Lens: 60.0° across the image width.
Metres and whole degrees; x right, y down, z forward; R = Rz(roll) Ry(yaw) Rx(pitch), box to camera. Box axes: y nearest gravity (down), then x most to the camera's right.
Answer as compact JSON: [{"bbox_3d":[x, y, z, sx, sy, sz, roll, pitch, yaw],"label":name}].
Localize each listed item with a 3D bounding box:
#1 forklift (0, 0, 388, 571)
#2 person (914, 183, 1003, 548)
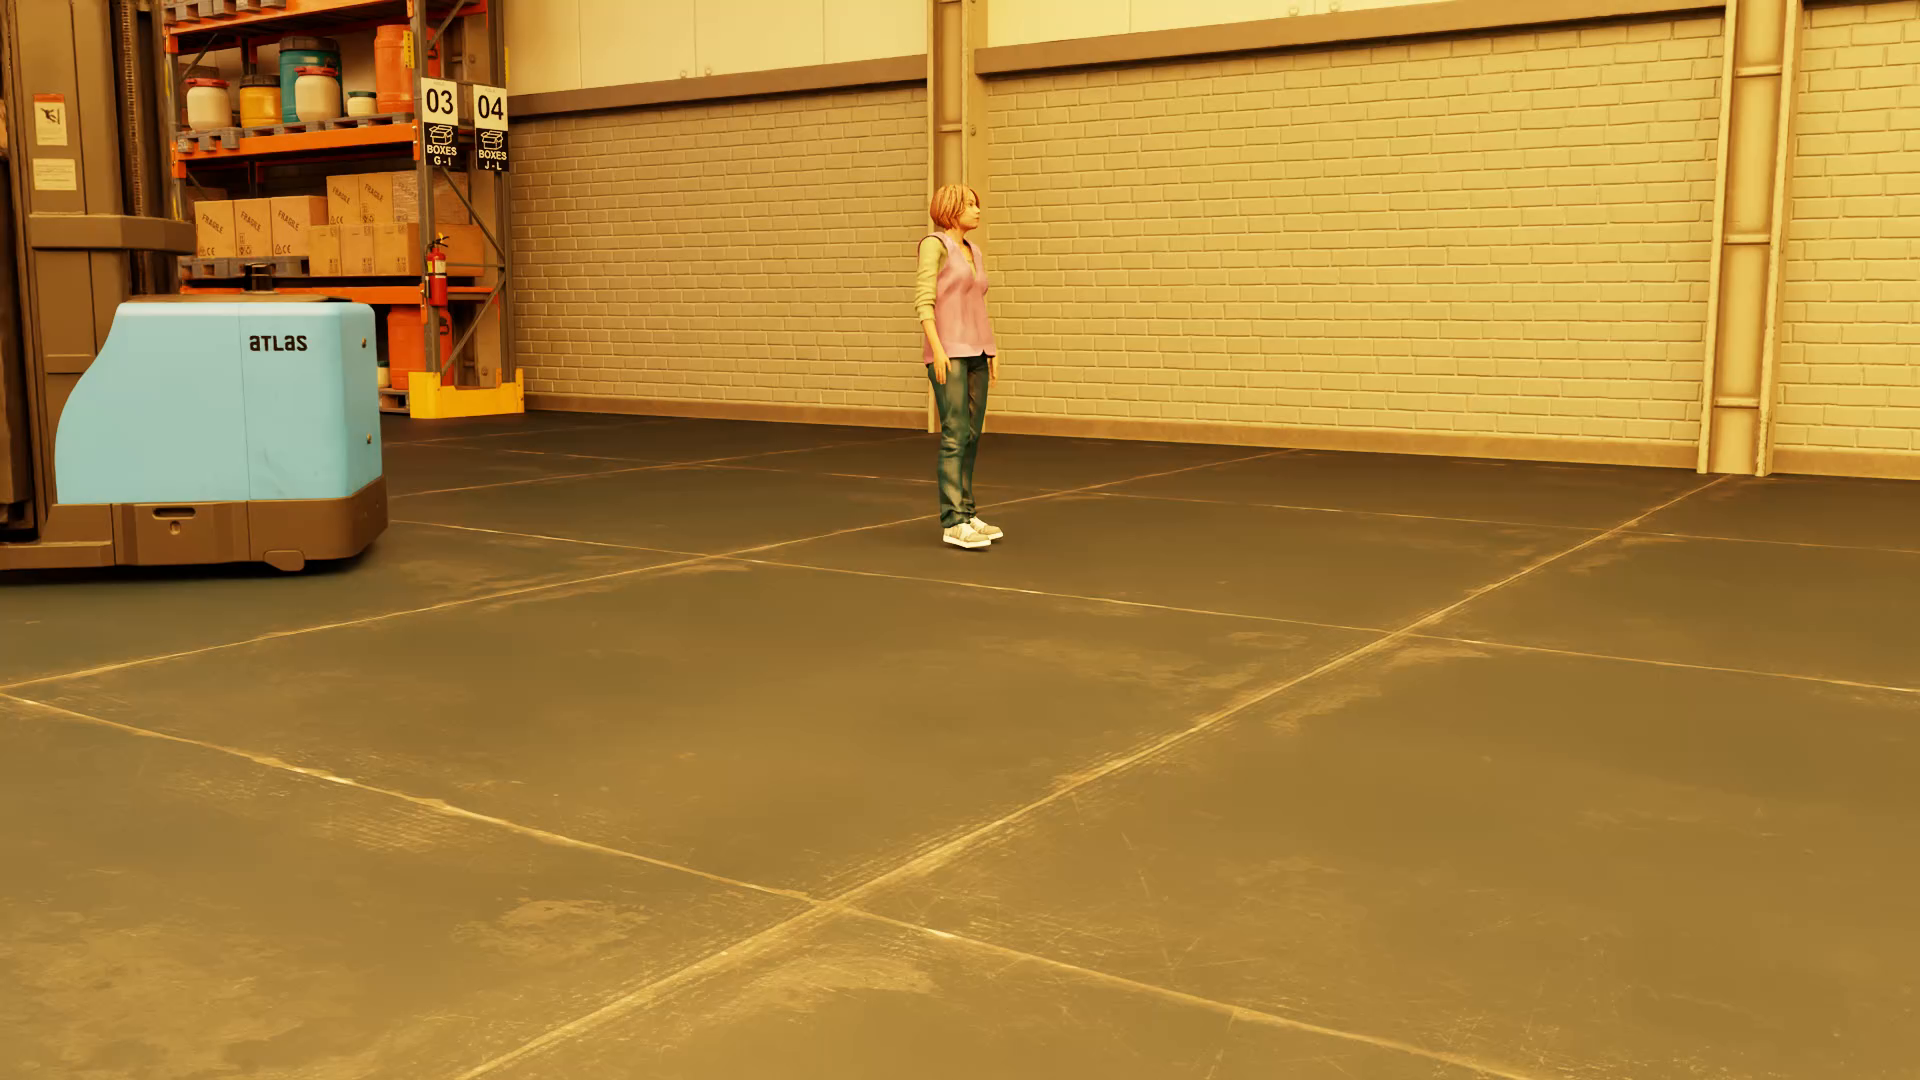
[{"bbox_3d":[-3.985,-1.338,6.602,3.031,2.935,1.130,-2,8,-11],"label":"forklift"},{"bbox_3d":[0.054,-0.790,7.438,0.473,1.599,0.521,5,10,34],"label":"person"}]
